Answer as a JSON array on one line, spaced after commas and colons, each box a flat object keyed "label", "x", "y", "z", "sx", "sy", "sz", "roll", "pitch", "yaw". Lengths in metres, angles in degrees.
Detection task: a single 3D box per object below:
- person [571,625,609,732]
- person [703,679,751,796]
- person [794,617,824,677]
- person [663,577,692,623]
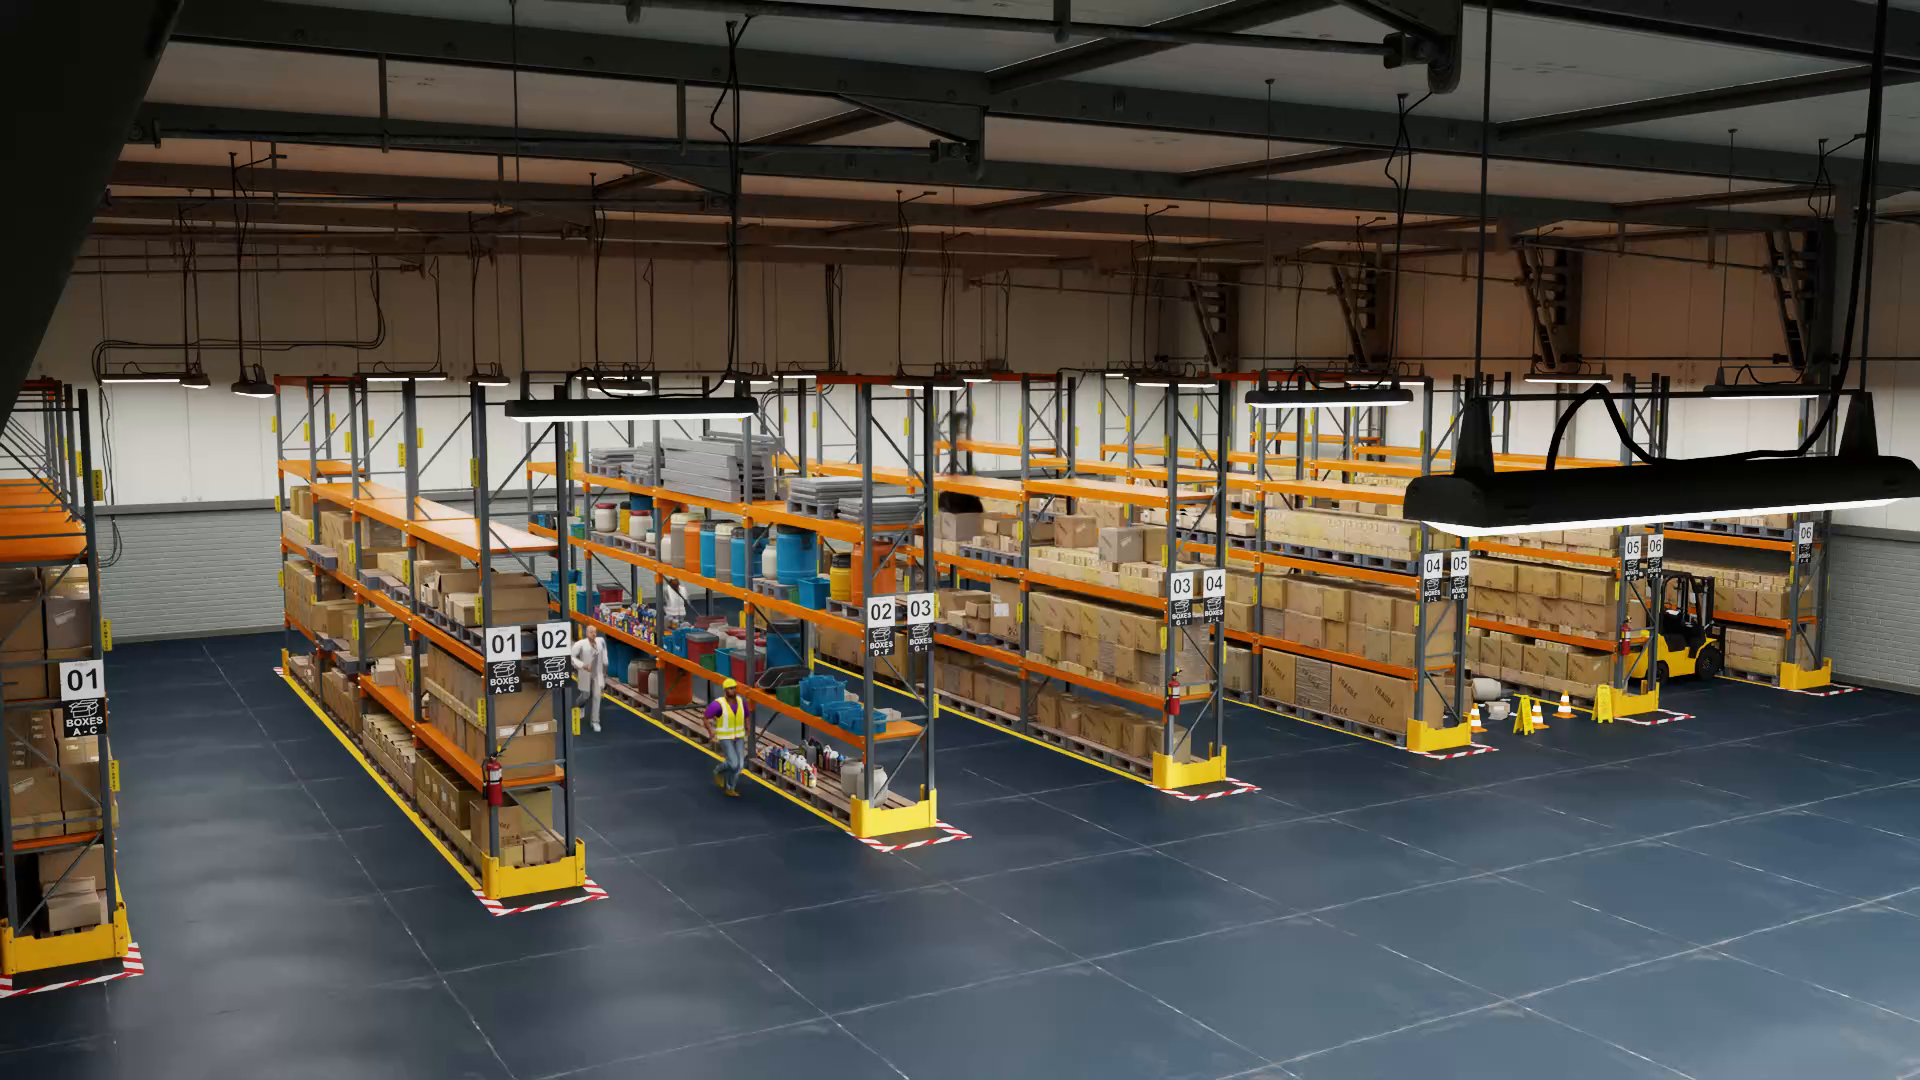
[{"label": "person", "x": -6.362, "y": 2.332, "z": 28.569, "sx": 0.733, "sy": 1.774, "sz": 1.073, "roll": -4, "pitch": 7, "yaw": -32}, {"label": "person", "x": -3.303, "y": 2.856, "z": 24.003, "sx": 0.703, "sy": 1.718, "sz": 0.582, "roll": -5, "pitch": 8, "yaw": -37}, {"label": "person", "x": -3.032, "y": 1.947, "z": 32.688, "sx": 0.547, "sy": 1.654, "sz": 0.877, "roll": -4, "pitch": 7, "yaw": -33}, {"label": "person", "x": -6.007, "y": 1.600, "z": 35.100, "sx": 0.671, "sy": 1.790, "sz": 0.985, "roll": -5, "pitch": 8, "yaw": -37}]
